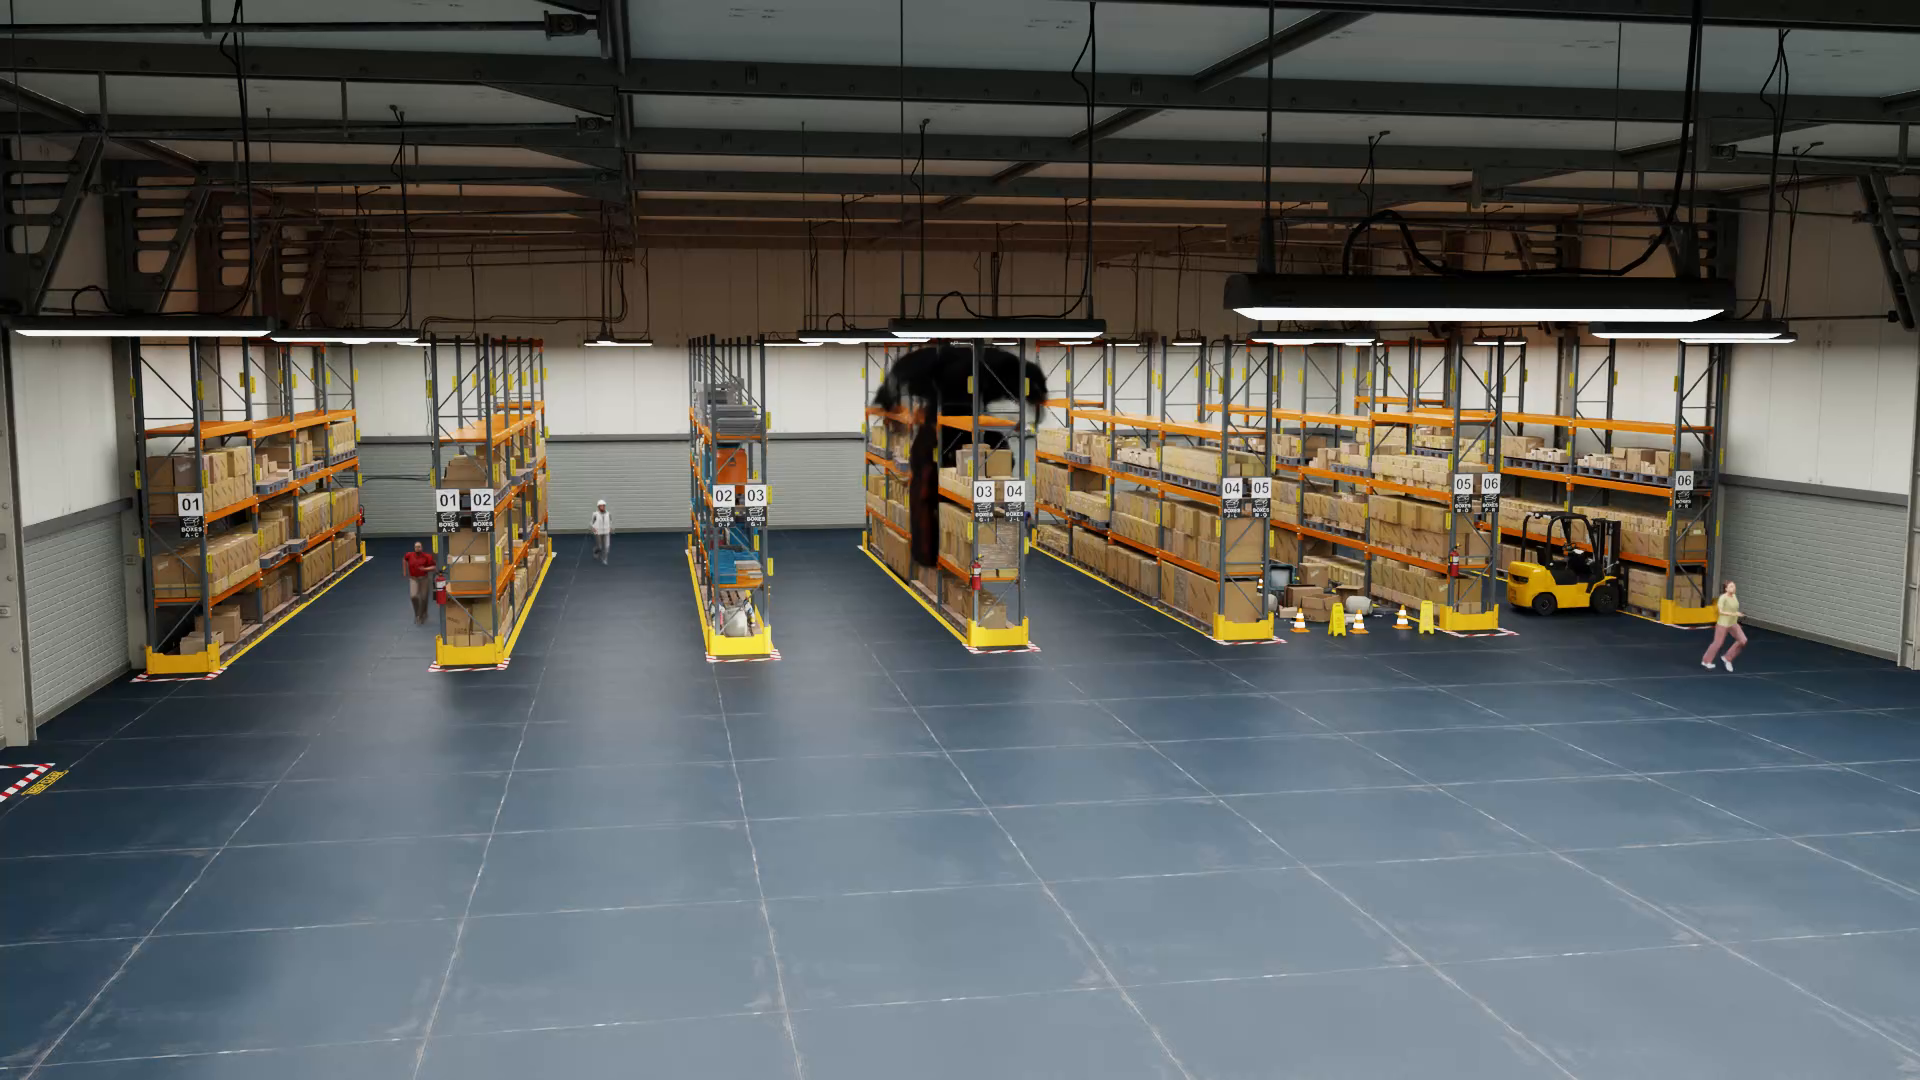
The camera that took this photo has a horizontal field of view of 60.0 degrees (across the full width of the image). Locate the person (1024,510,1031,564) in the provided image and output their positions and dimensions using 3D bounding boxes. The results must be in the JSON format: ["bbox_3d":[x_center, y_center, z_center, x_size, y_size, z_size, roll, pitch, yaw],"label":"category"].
[{"bbox_3d":[1.642,-0.204,44.779,0.553,1.701,0.800,0,7,1],"label":"person"}]

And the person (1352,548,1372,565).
[{"bbox_3d":[10.455,-0.099,43.191,0.671,1.822,0.723,-2,7,-16],"label":"person"}]

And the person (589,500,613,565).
[{"bbox_3d":[-9.560,-0.208,44.344,0.653,1.731,0.738,-3,7,-28],"label":"person"}]

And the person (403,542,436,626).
[{"bbox_3d":[-11.294,0.907,34.761,0.686,1.778,0.875,-1,7,-10],"label":"person"}]

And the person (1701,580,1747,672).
[{"bbox_3d":[13.611,1.512,29.522,0.585,1.636,0.817,-3,7,-24],"label":"person"}]
